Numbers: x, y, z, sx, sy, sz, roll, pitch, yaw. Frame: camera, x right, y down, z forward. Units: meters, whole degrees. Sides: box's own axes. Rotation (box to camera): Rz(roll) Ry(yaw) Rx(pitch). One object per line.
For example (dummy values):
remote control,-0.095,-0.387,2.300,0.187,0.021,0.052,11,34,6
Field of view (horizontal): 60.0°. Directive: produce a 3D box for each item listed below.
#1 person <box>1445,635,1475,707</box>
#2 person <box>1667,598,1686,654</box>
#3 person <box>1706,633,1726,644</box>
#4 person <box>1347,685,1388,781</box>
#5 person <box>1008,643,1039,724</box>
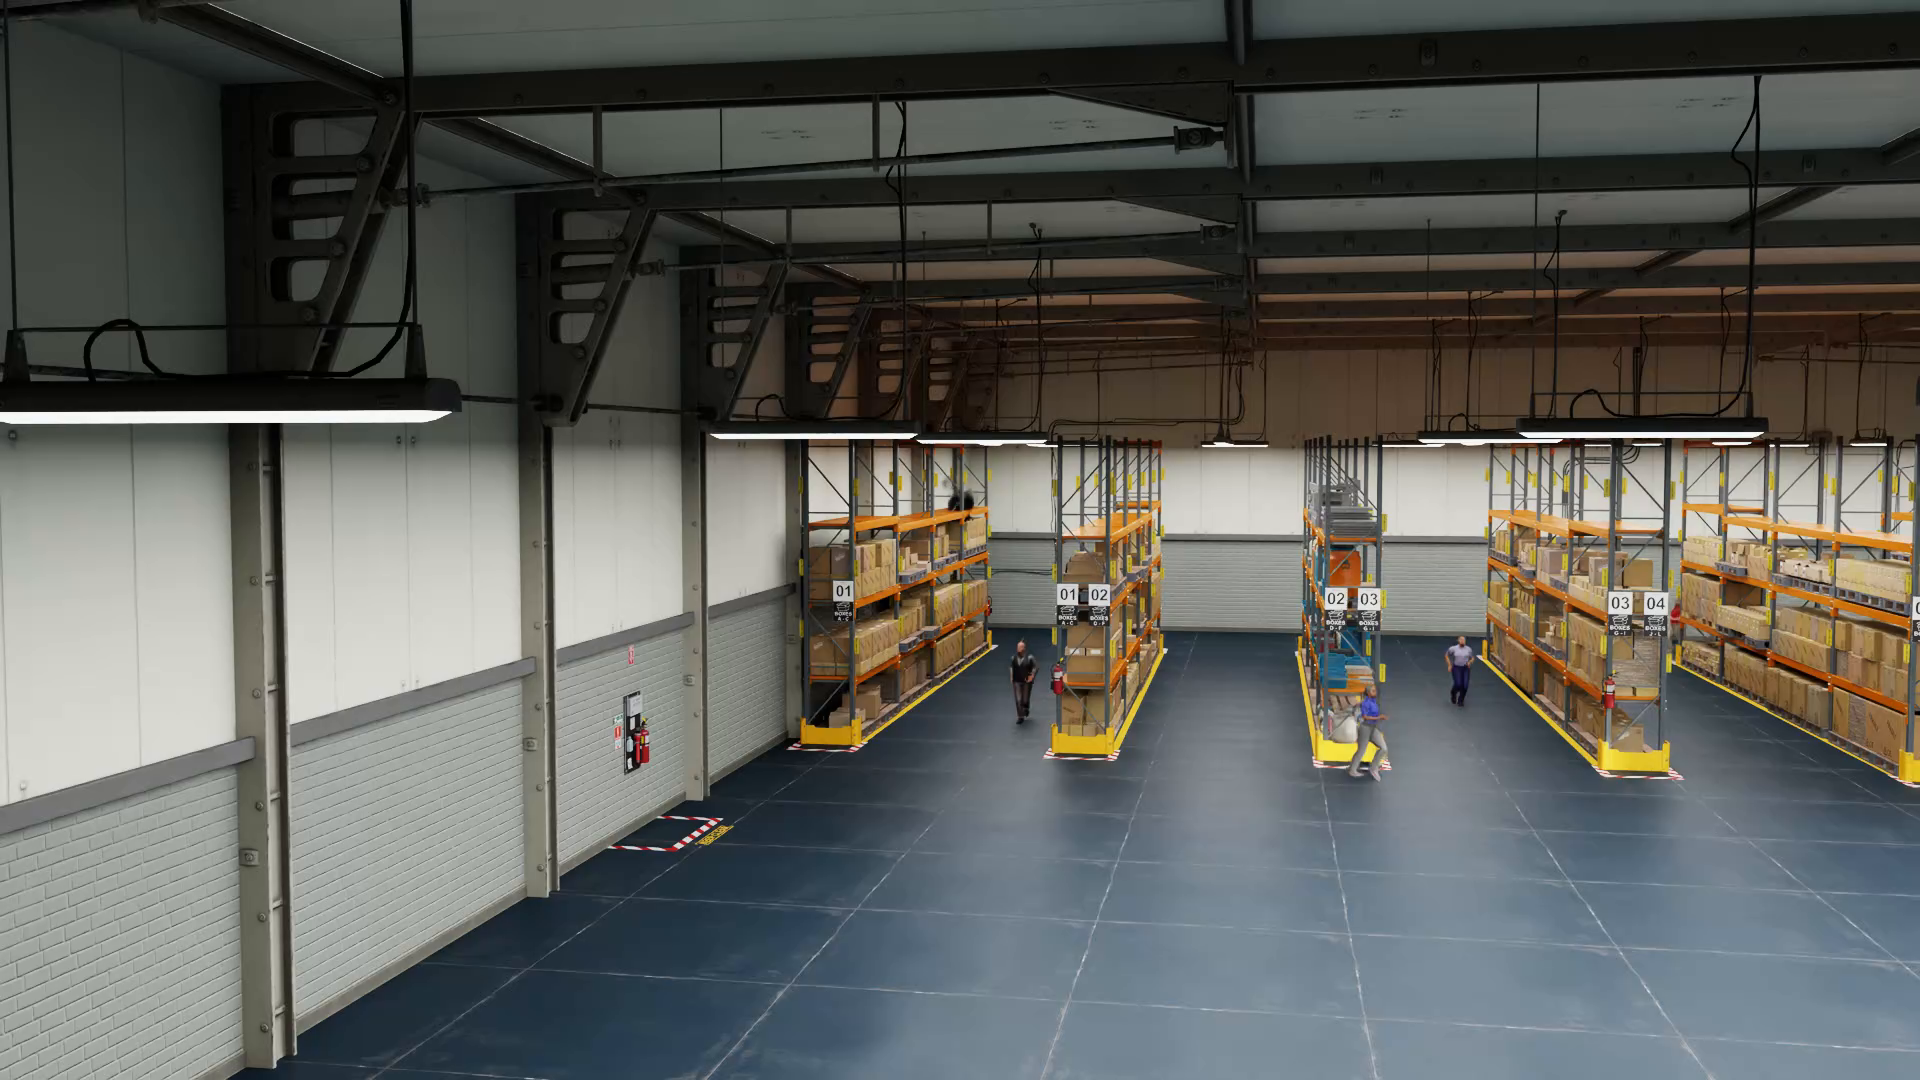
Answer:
person,11.148,2.917,36.979,0.606,1.600,0.556,0,3,1
person,19.628,2.437,45.390,0.796,1.788,0.660,0,3,0
person,20.758,2.475,45.583,0.738,1.571,0.568,1,3,10
person,7.125,3.345,28.858,0.723,1.683,0.585,3,4,43
person,1.320,2.997,34.960,0.660,1.696,0.578,1,3,15
